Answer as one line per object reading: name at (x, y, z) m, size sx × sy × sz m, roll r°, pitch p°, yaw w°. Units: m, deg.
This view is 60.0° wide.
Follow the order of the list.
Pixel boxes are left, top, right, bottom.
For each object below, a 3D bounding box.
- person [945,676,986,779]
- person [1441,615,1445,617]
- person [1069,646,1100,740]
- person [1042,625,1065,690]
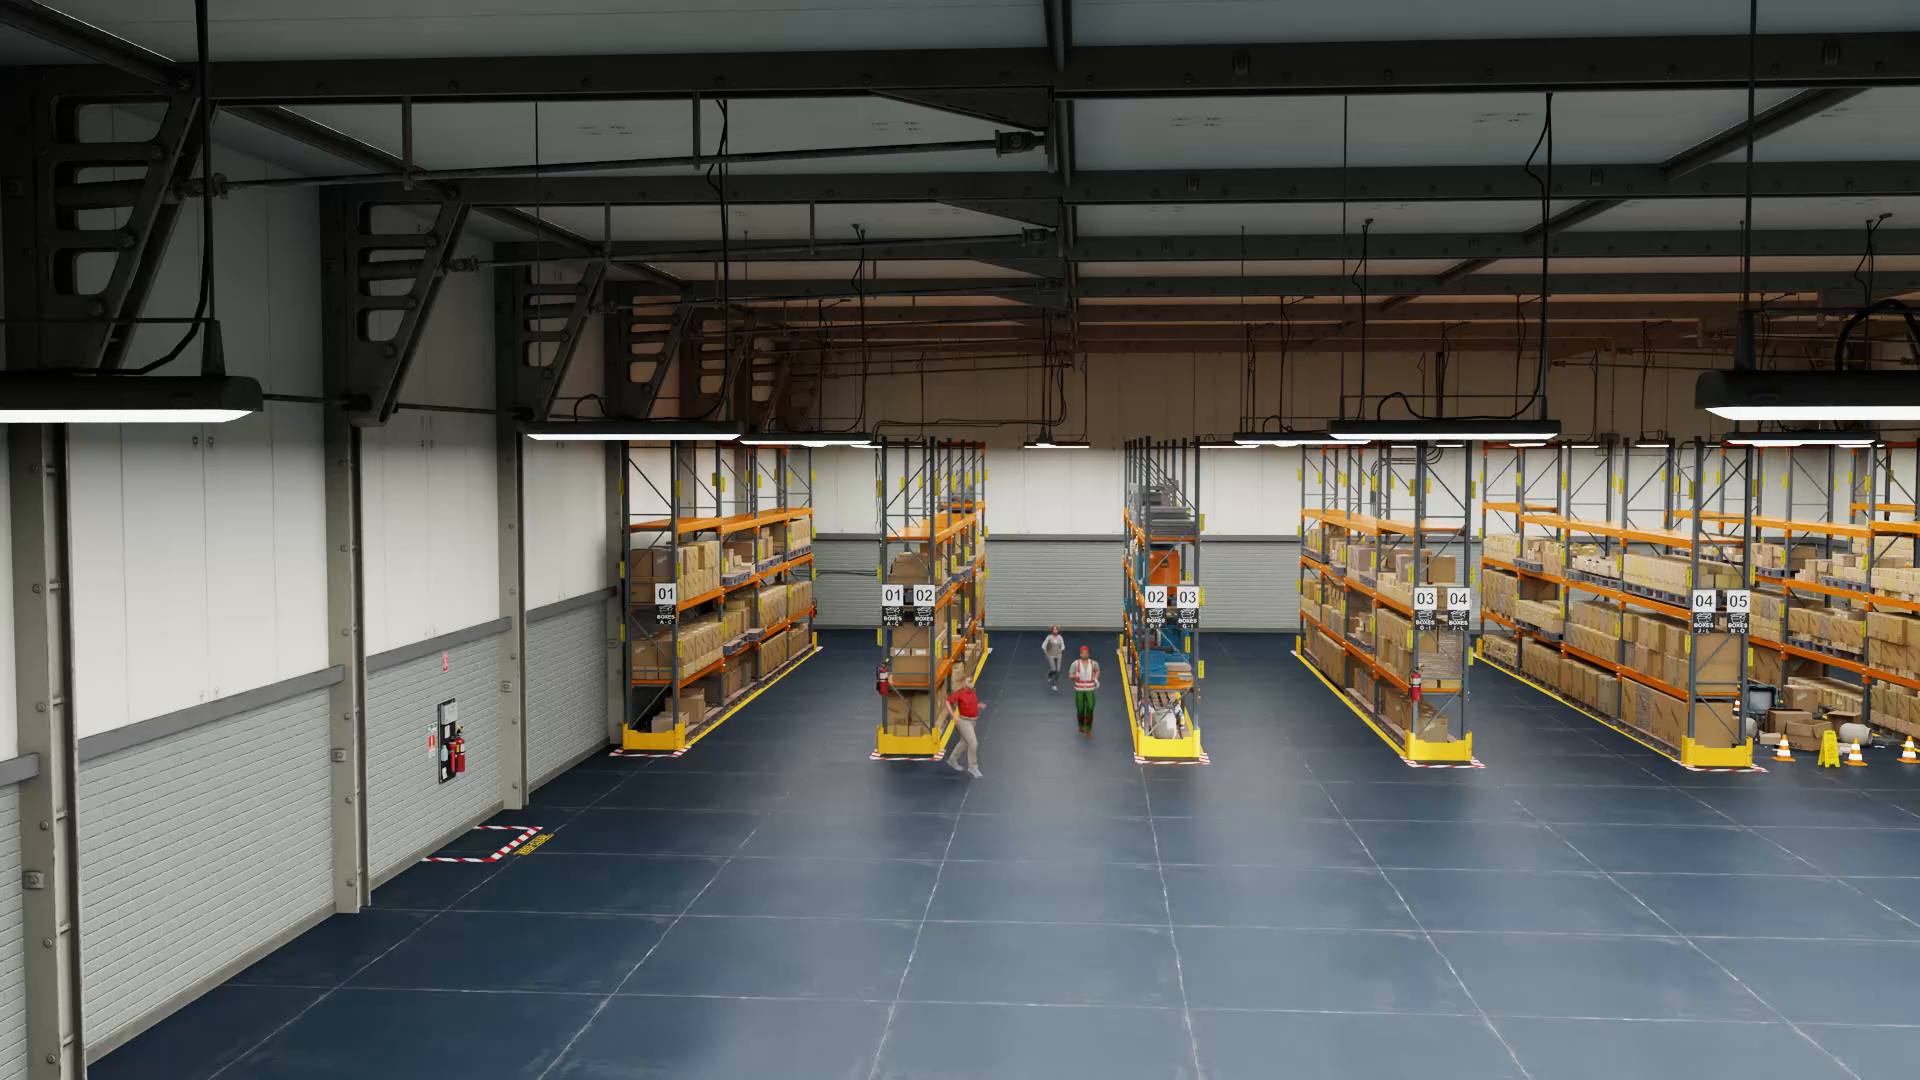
person at (0.110, 3.287, 29.356) m, size 0.823 × 1.783 × 0.640 m, roll 2°, pitch 3°, yaw 28°
person at (13.376, 2.465, 46.567) m, size 0.789 × 1.593 × 0.656 m, roll 2°, pitch 4°, yaw 37°
person at (2.492, 3.033, 33.261) m, size 0.632 × 1.832 × 0.755 m, roll 0°, pitch 3°, yaw 2°
person at (2.263, 2.820, 39.748) m, size 0.530 × 1.558 × 0.537 m, roll -1°, pitch 3°, yaw -12°
